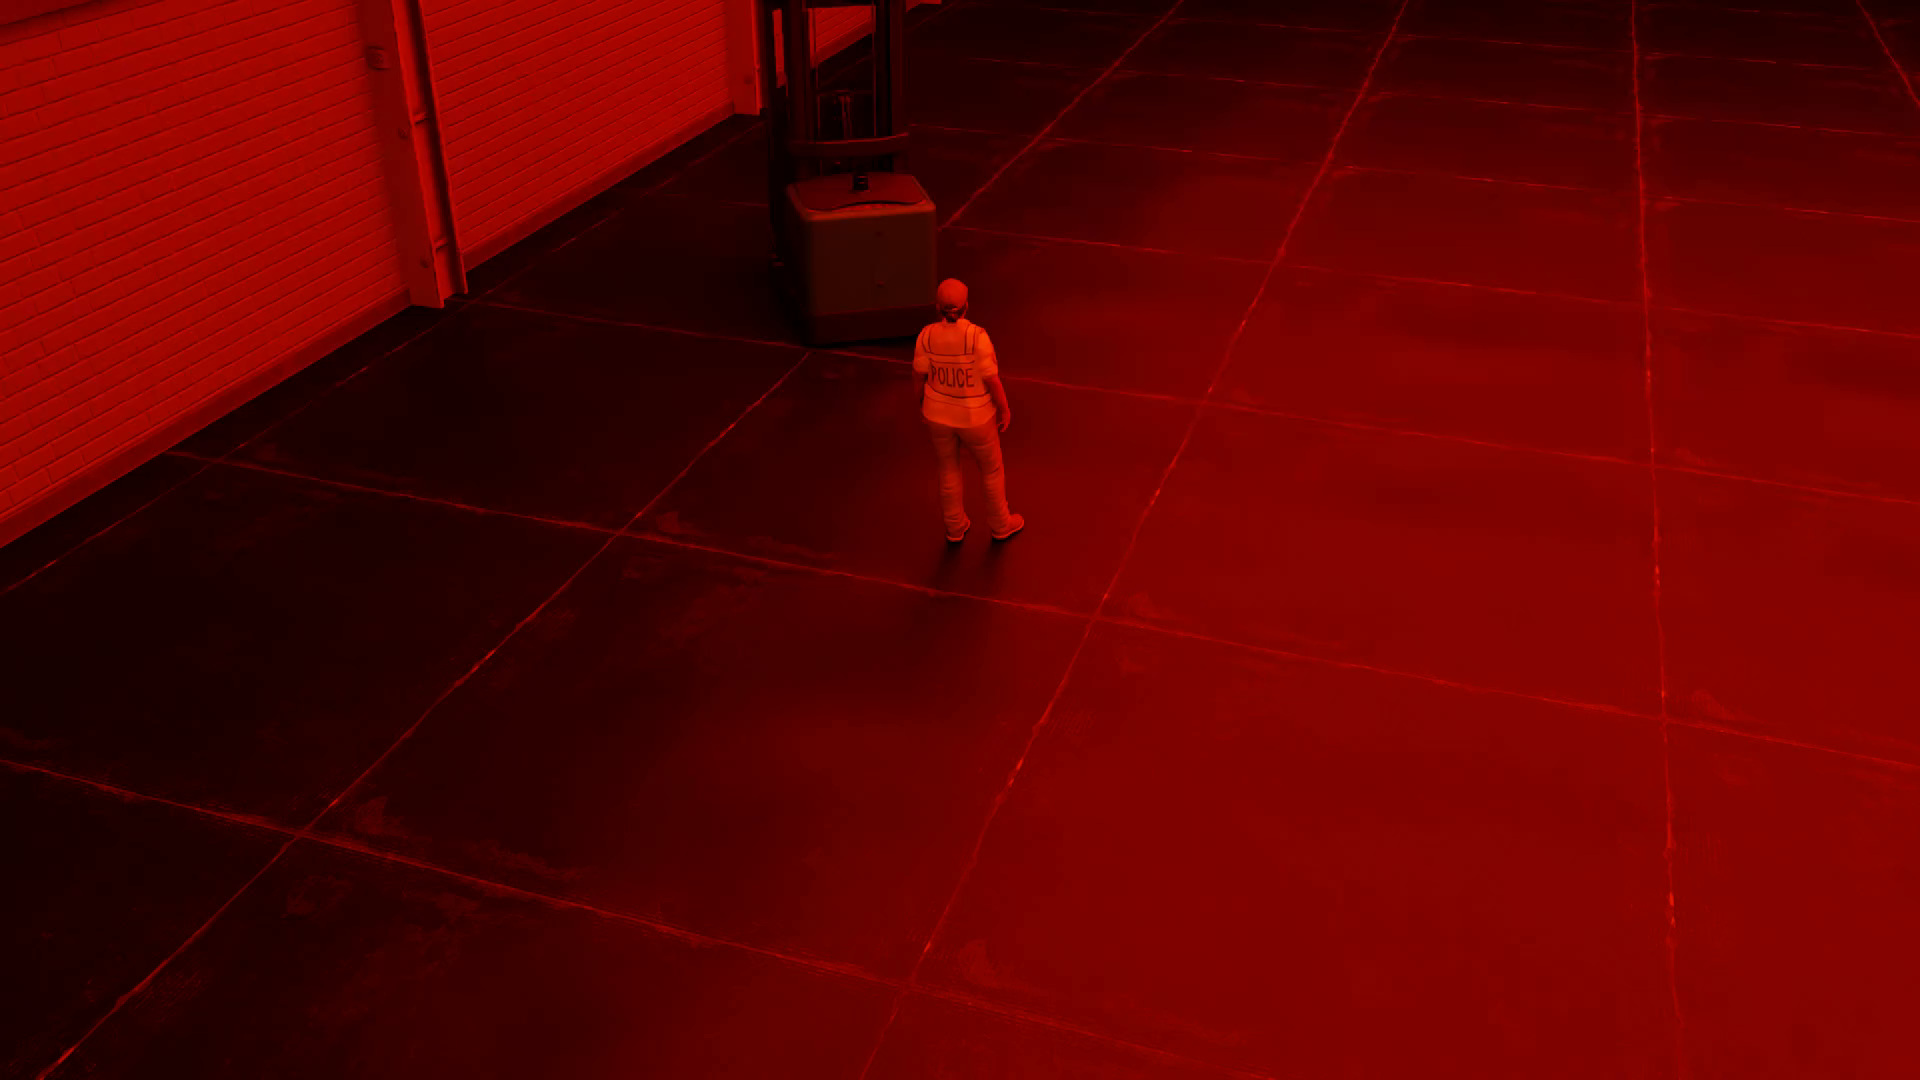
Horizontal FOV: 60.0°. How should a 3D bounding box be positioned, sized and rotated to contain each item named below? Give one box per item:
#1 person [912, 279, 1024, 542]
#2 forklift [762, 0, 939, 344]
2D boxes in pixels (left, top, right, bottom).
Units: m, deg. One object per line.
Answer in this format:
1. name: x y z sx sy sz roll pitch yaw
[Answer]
1. person: 0.047 -0.763 9.736 0.598 1.670 0.529 10 31 16
2. forklift: -1.010 -3.465 13.215 1.130 2.935 3.031 -7 30 -12
